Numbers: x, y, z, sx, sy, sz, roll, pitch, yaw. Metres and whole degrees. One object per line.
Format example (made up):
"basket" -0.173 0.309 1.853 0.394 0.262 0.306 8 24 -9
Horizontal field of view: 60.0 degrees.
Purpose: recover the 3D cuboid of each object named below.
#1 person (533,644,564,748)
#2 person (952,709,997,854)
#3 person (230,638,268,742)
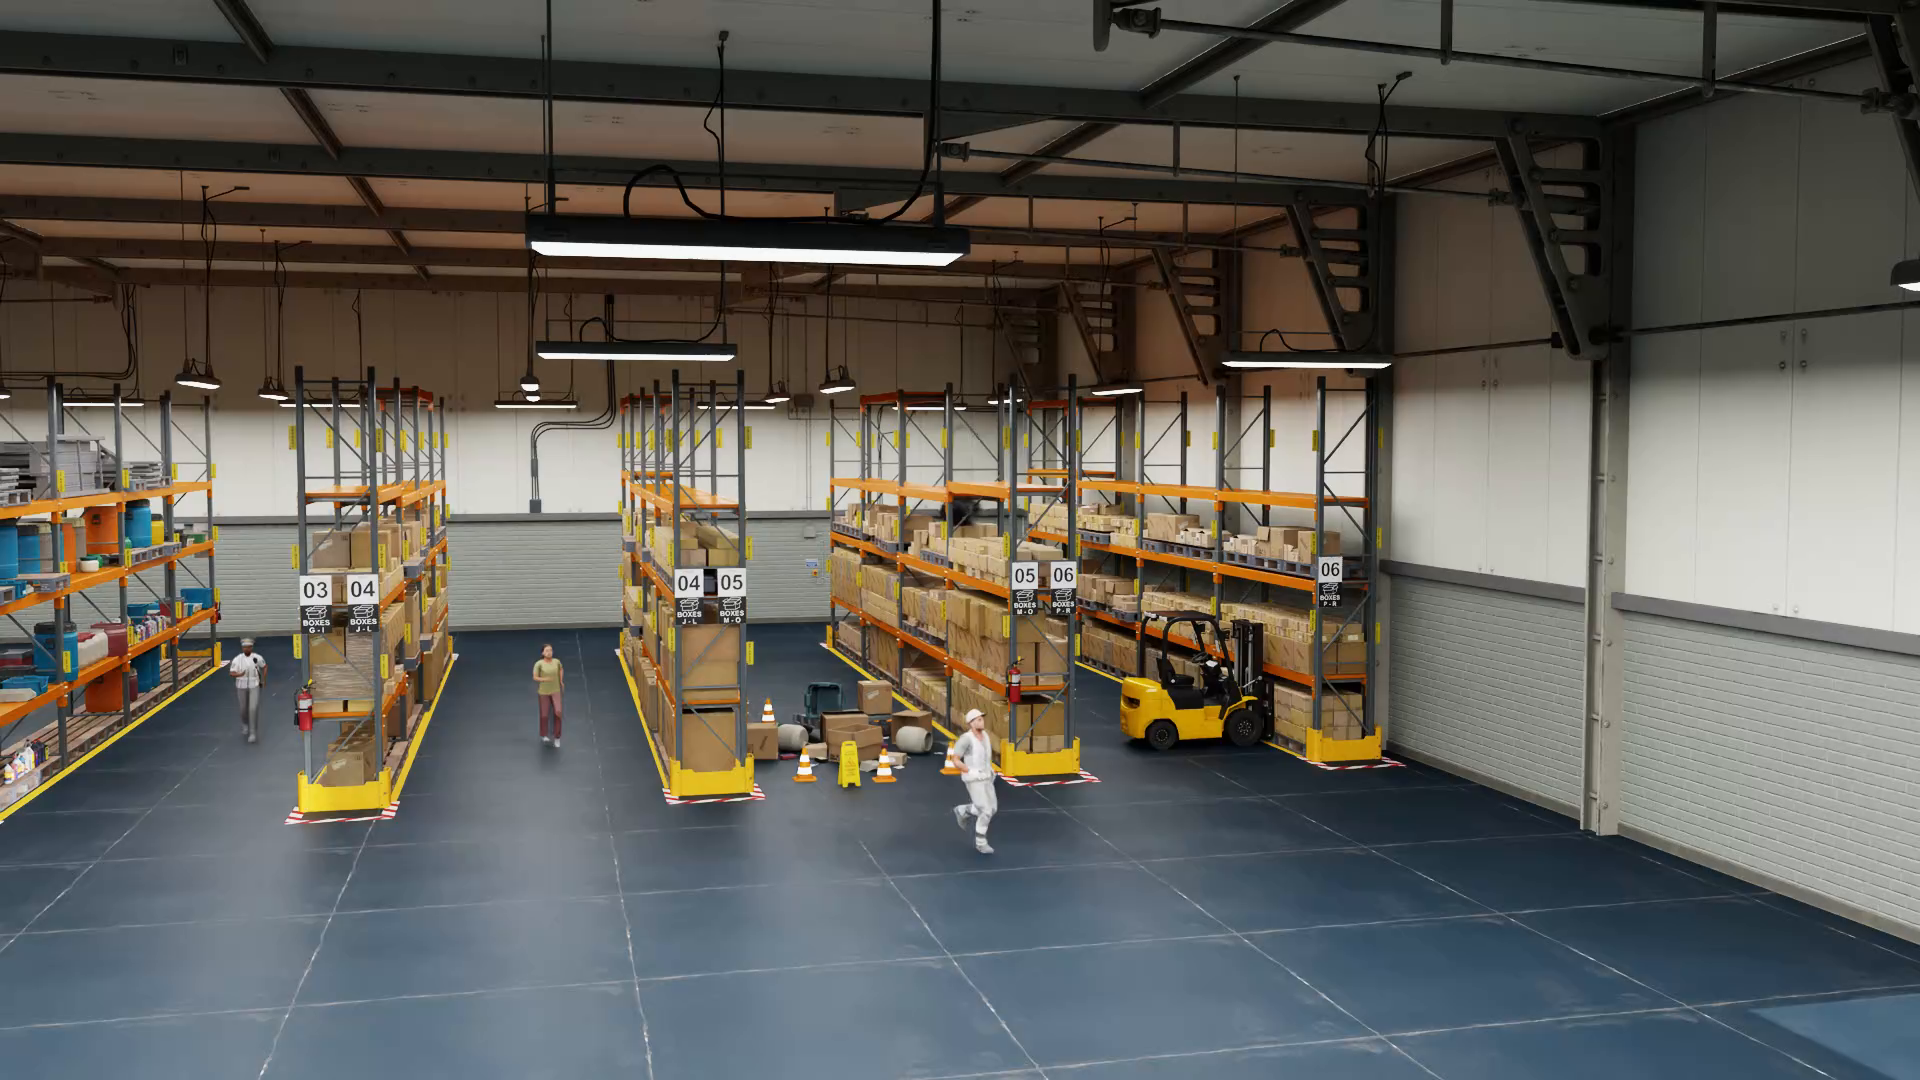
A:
"person" -6.728 2.540 27.230 0.542 1.700 0.708 -2 4 -25
"person" 0.157 2.930 20.343 0.666 1.738 0.687 2 4 35
"person" -11.897 2.474 27.820 0.575 1.685 0.938 -1 4 -19
